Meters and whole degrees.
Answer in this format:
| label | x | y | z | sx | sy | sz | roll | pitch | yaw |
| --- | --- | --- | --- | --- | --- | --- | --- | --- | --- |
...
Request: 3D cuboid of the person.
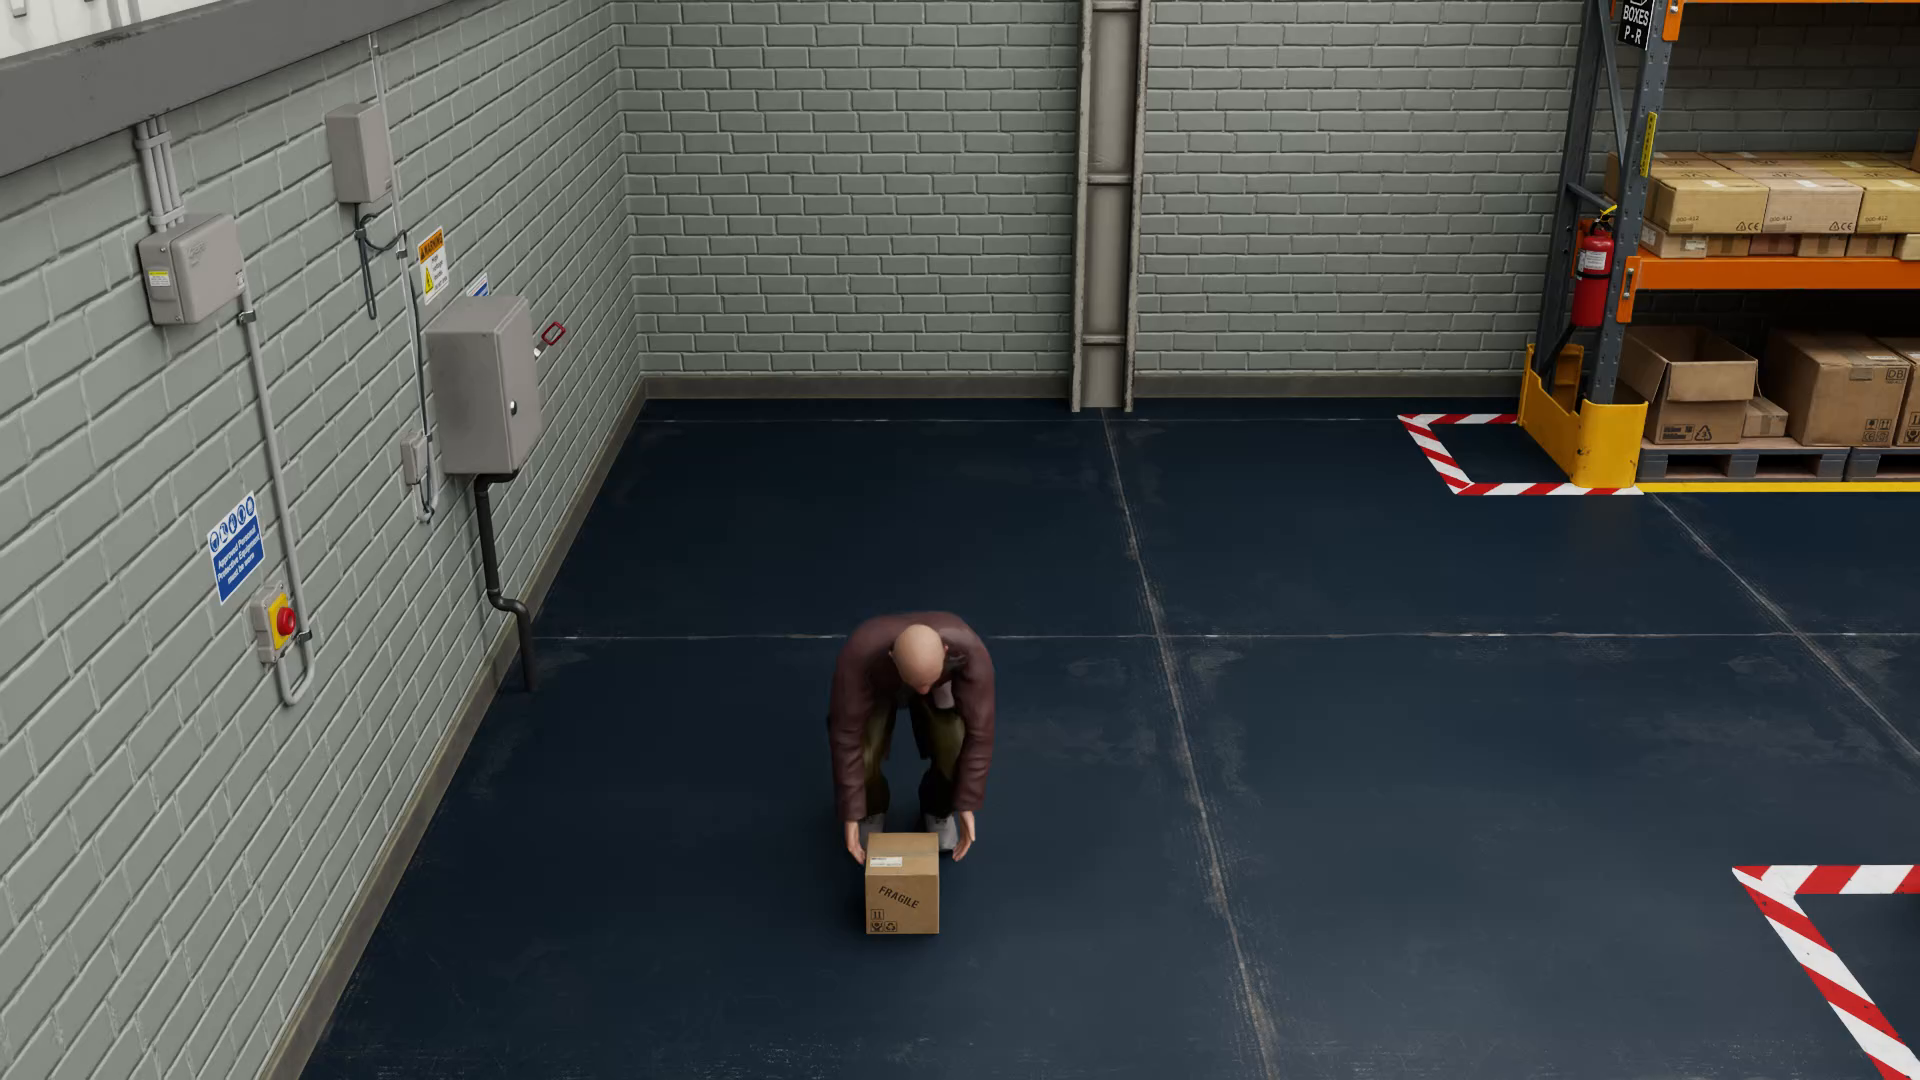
| label | x | y | z | sx | sy | sz | roll | pitch | yaw |
| --- | --- | --- | --- | --- | --- | --- | --- | --- | --- |
| person | -0.183 | 0.656 | 6.007 | 0.614 | 1.072 | 0.877 | 0 | 24 | -1 |
